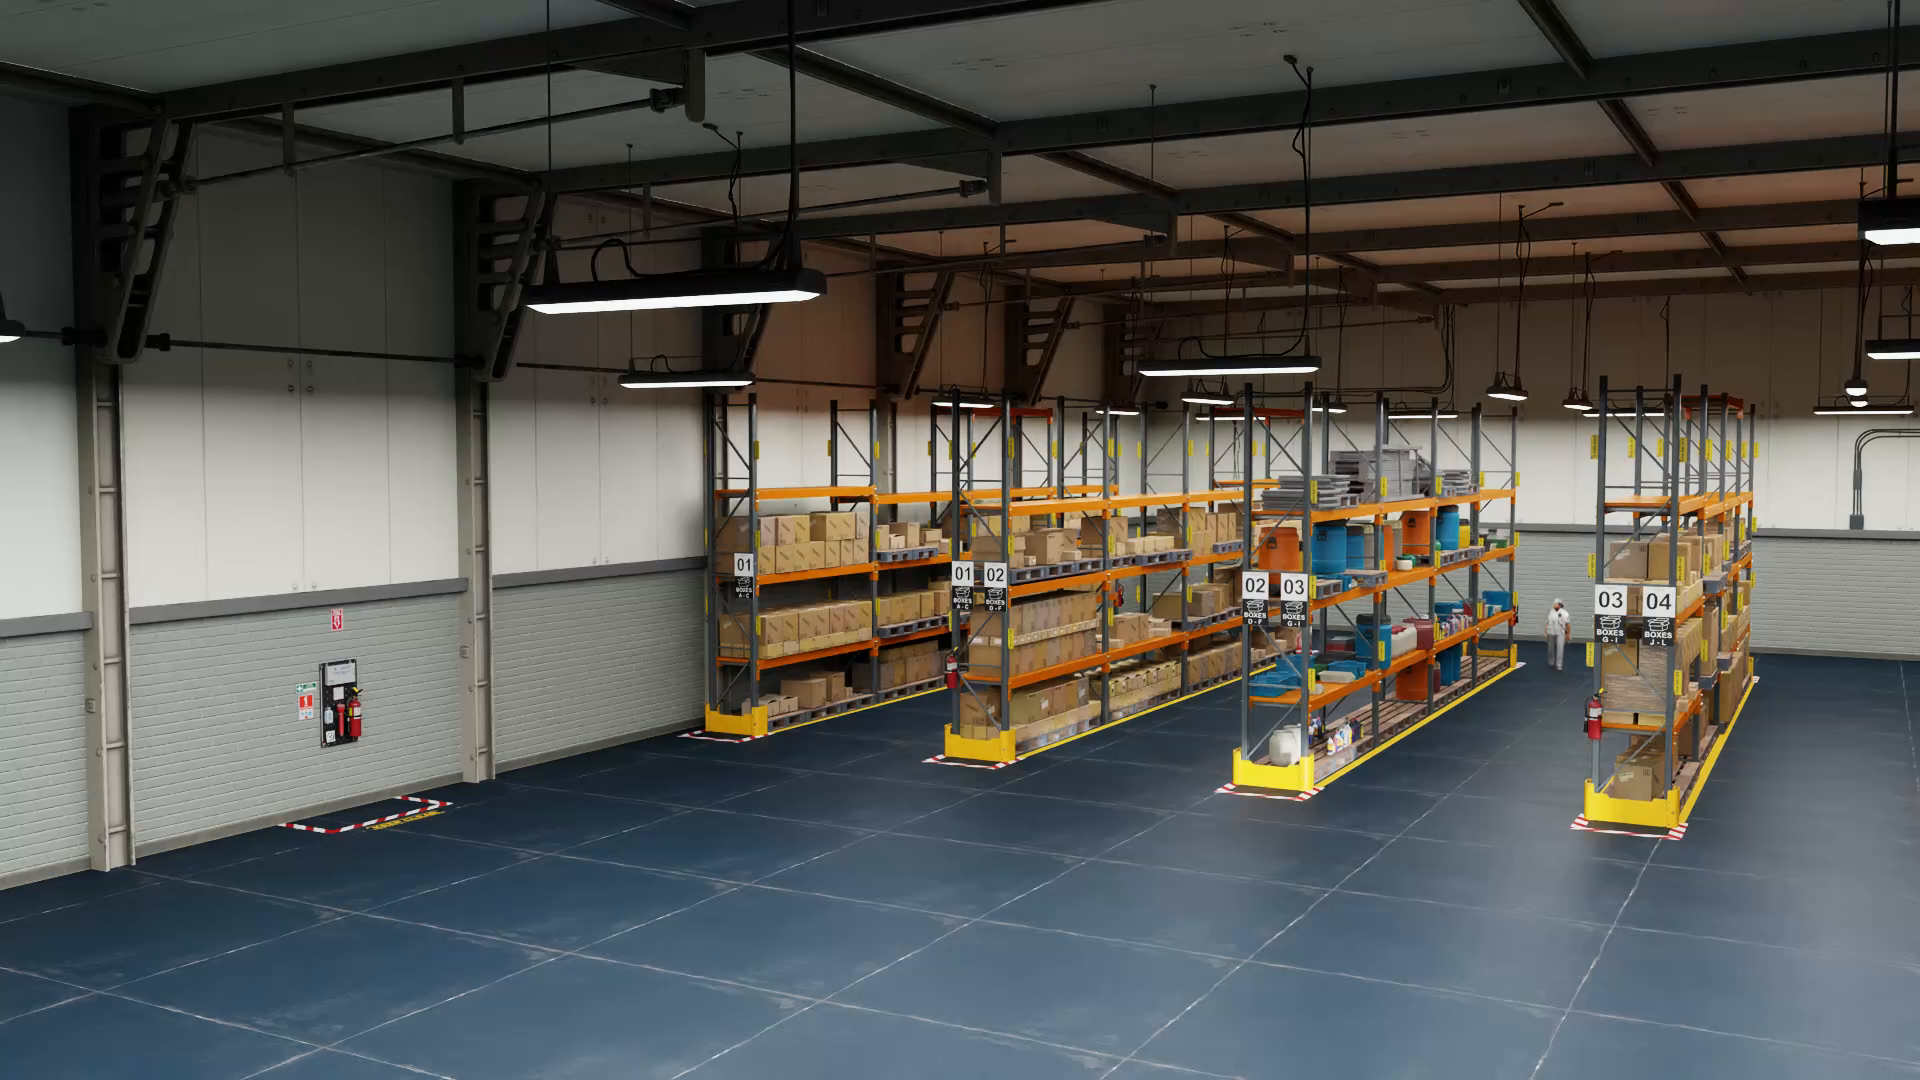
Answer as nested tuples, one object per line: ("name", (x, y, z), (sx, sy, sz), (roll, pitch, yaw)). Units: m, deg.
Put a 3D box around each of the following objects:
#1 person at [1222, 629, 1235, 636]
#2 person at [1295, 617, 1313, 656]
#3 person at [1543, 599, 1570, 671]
("person", (6.774, 1.748, 44.034), (0.629, 1.703, 1.043), (-2, 4, -34))
("person", (6.763, 2.340, 32.792), (0.414, 1.808, 0.563), (0, 3, 4))
("person", (13.613, 2.143, 37.928), (0.565, 1.618, 0.947), (1, 3, 22))
